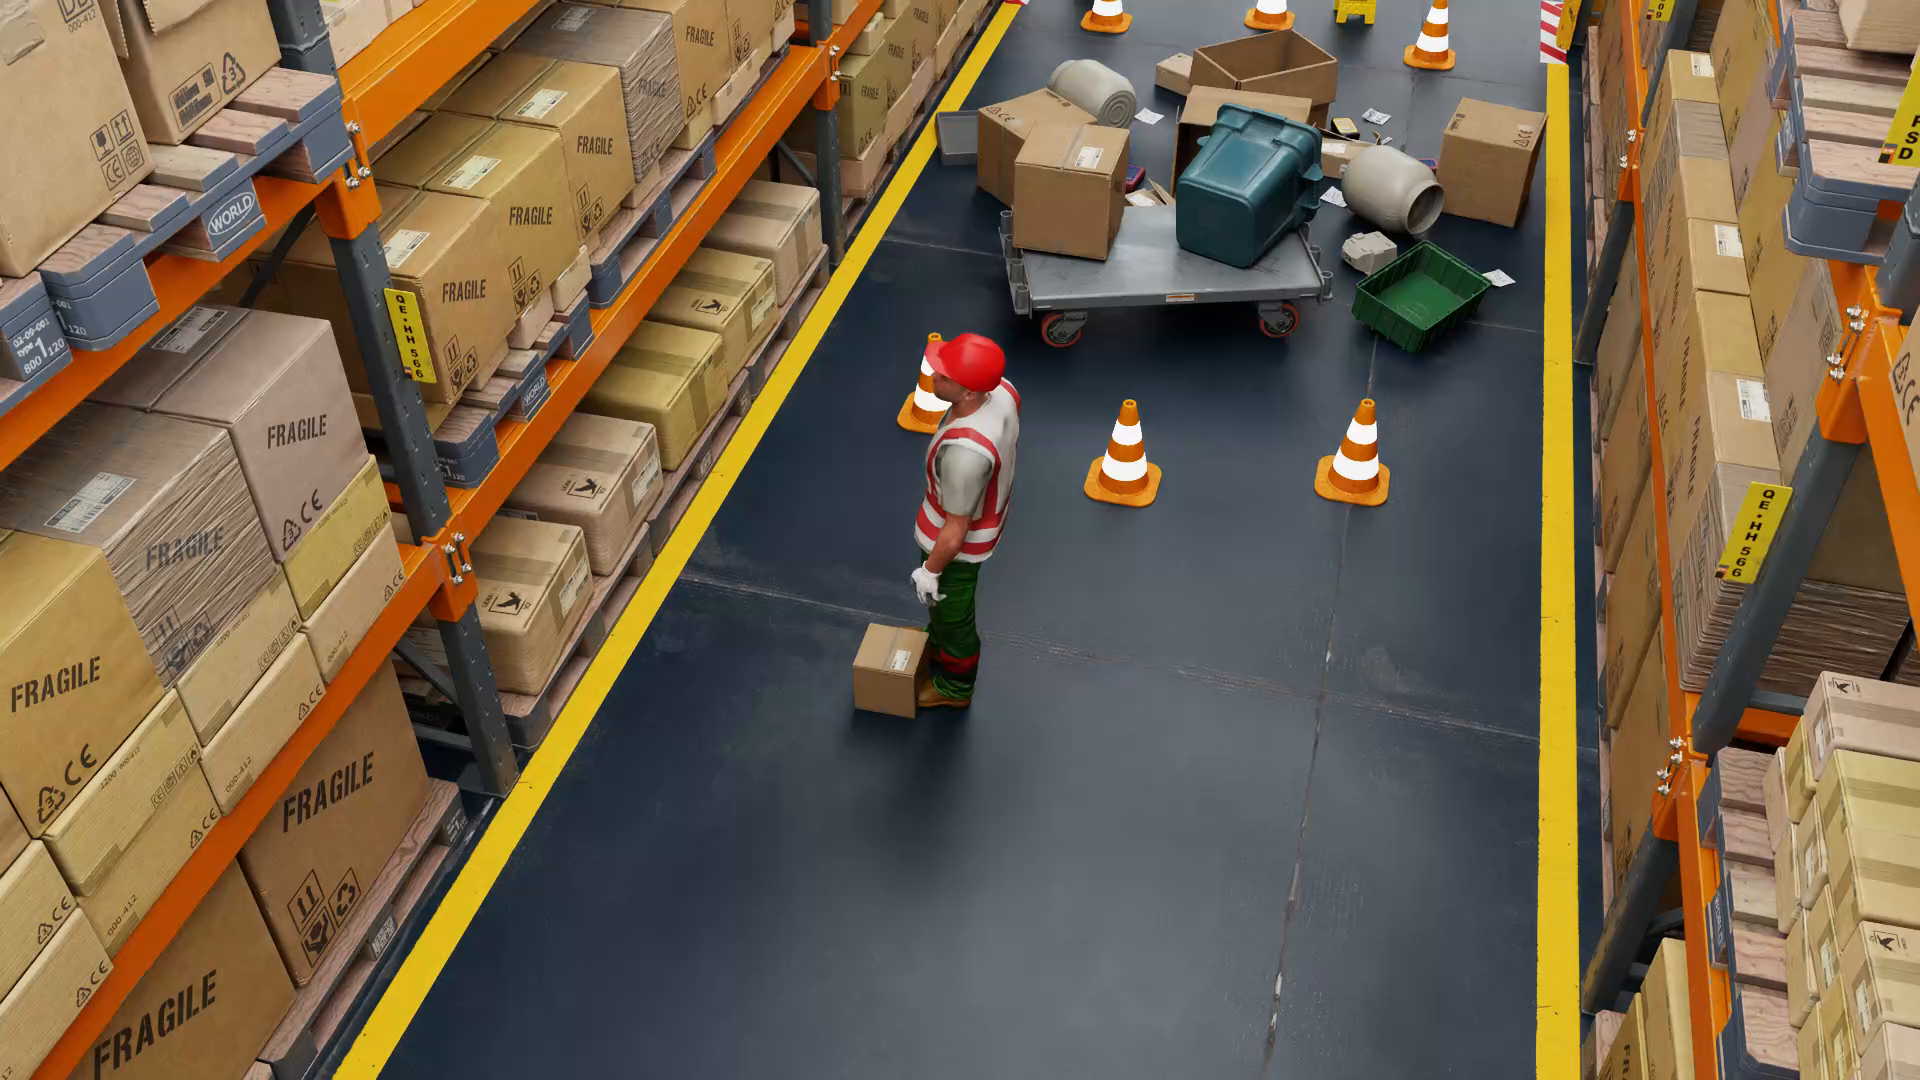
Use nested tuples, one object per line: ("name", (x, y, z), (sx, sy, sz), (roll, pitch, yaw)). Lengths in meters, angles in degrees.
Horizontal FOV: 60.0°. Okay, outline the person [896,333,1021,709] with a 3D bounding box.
("person", (-0.080, -0.052, 6.186), (0.561, 1.790, 0.638), (10, 42, 11))
